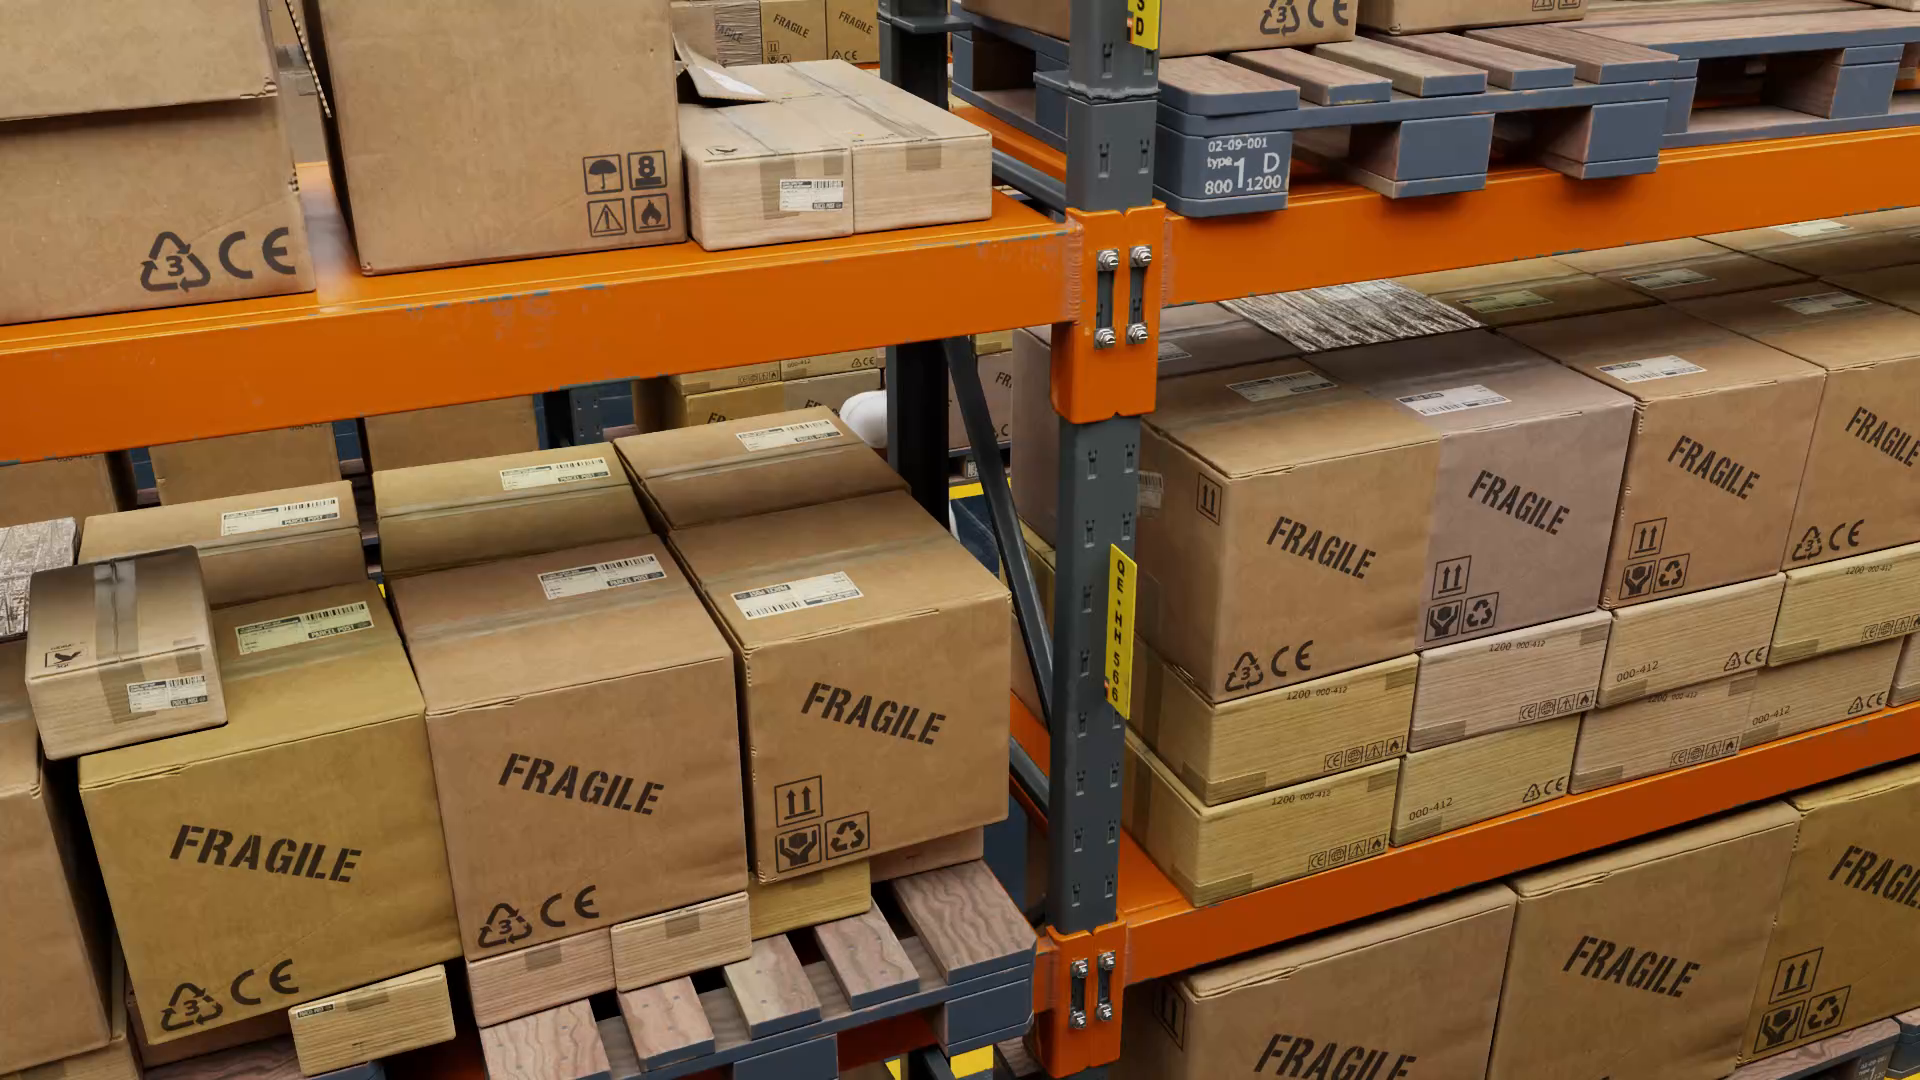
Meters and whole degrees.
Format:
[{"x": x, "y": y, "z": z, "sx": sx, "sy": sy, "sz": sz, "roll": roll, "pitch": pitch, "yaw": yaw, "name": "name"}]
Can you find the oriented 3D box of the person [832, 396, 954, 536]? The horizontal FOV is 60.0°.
[{"x": -0.247, "y": 0.356, "z": 5.358, "sx": 0.451, "sy": 1.774, "sz": 0.631, "roll": -11, "pitch": 28, "yaw": -22, "name": "person"}]
